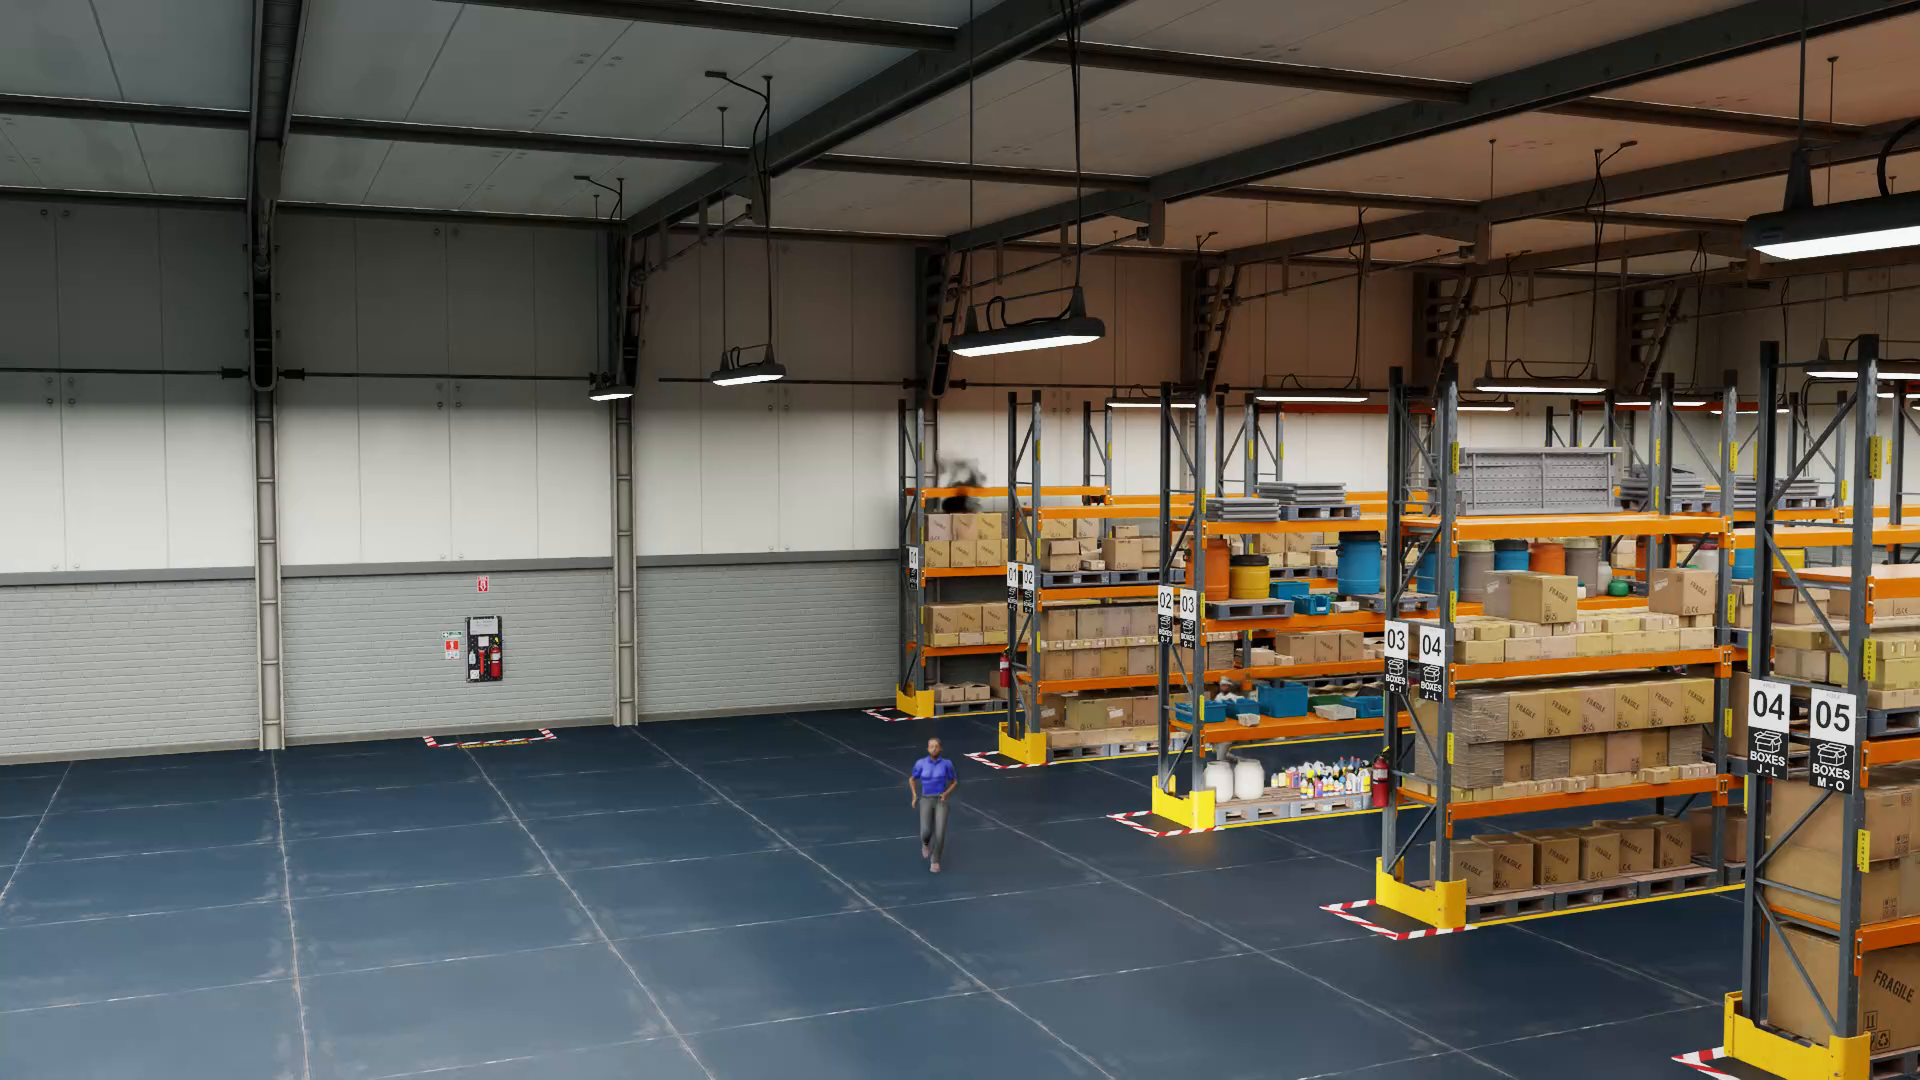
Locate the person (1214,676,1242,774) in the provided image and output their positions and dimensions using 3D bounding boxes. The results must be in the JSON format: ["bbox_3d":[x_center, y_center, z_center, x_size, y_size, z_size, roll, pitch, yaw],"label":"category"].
[{"bbox_3d":[4.002,2.867,24.911,0.851,1.692,0.579,-3,4,-39],"label":"person"}]

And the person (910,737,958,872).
[{"bbox_3d":[-0.317,3.190,20.050,0.584,1.613,0.557,0,3,-1],"label":"person"}]
